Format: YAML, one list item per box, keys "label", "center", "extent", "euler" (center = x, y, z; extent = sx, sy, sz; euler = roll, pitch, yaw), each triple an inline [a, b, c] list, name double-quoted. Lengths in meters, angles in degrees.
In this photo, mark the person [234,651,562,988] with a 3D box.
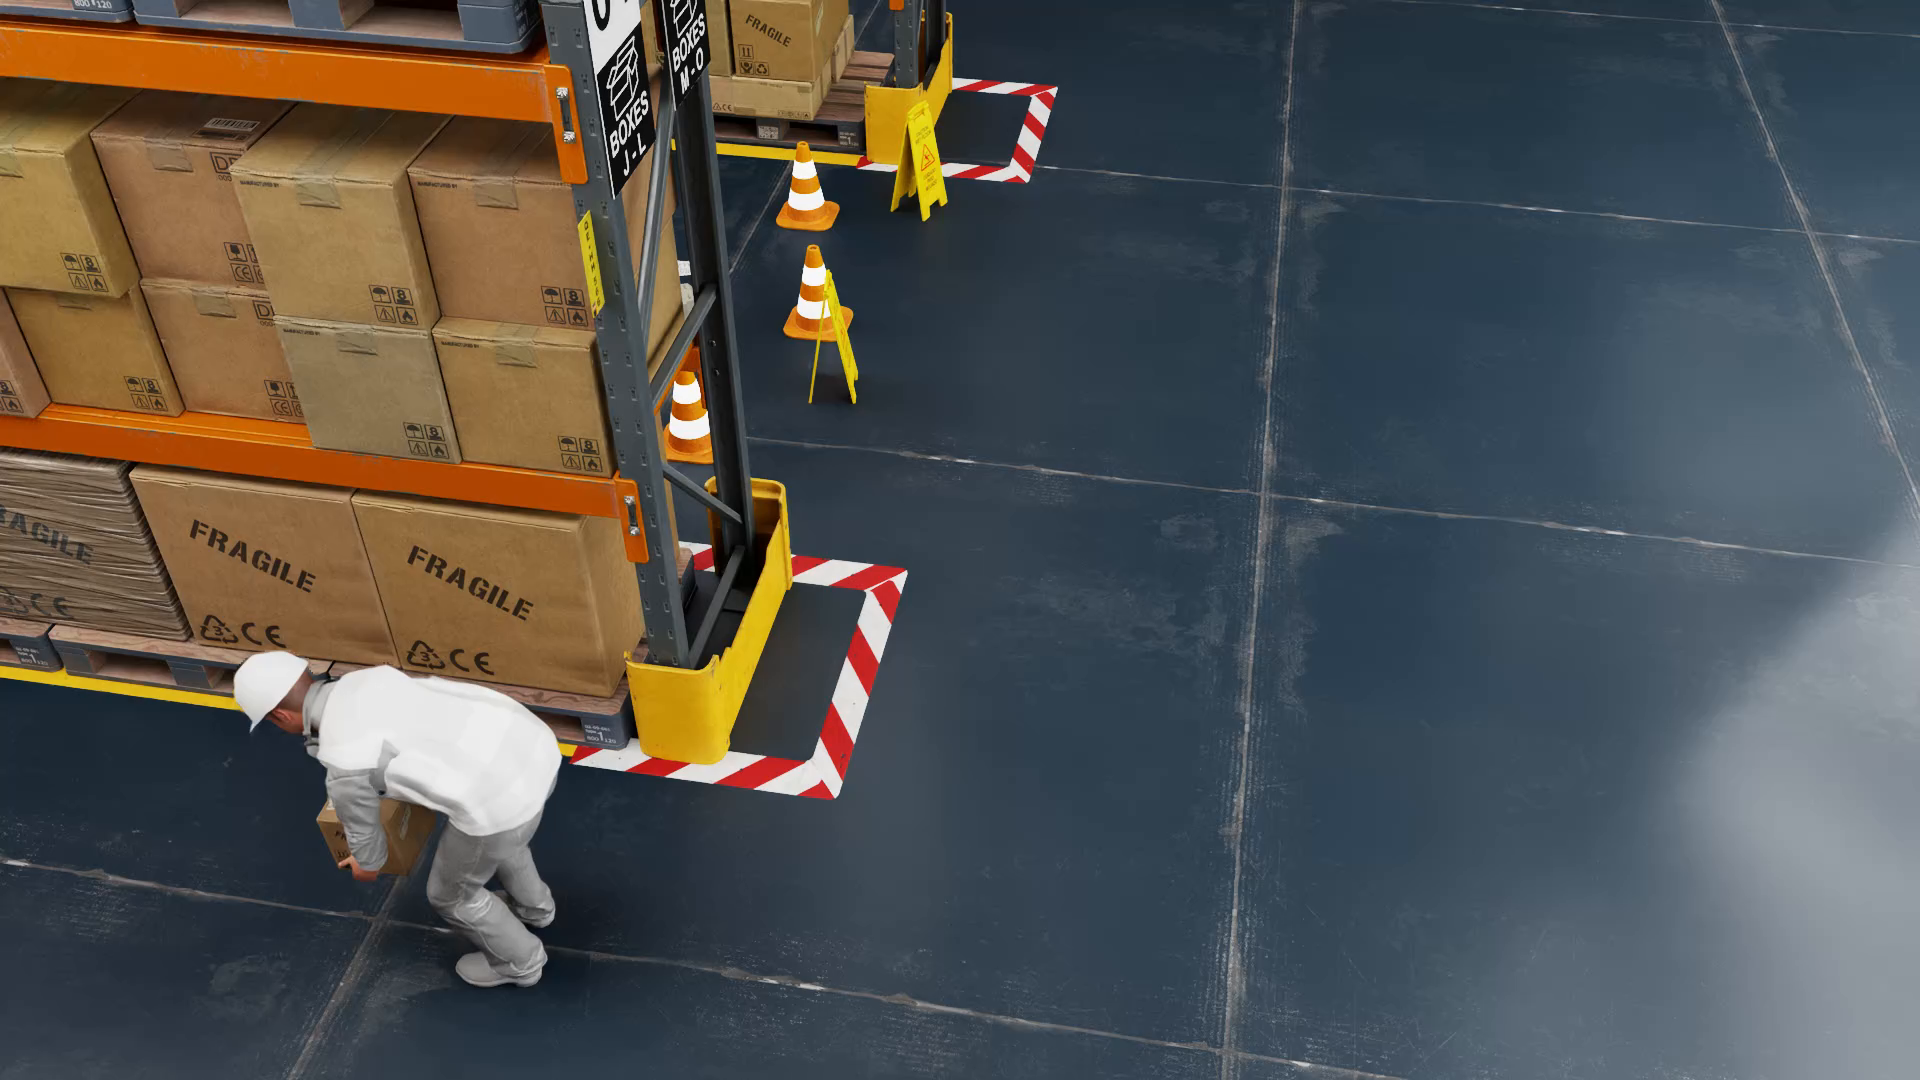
- label: "person"
  center: [-1.757, 0.897, 5.432]
  extent: [0.949, 1.317, 0.467]
  euler: [5, 41, 6]
